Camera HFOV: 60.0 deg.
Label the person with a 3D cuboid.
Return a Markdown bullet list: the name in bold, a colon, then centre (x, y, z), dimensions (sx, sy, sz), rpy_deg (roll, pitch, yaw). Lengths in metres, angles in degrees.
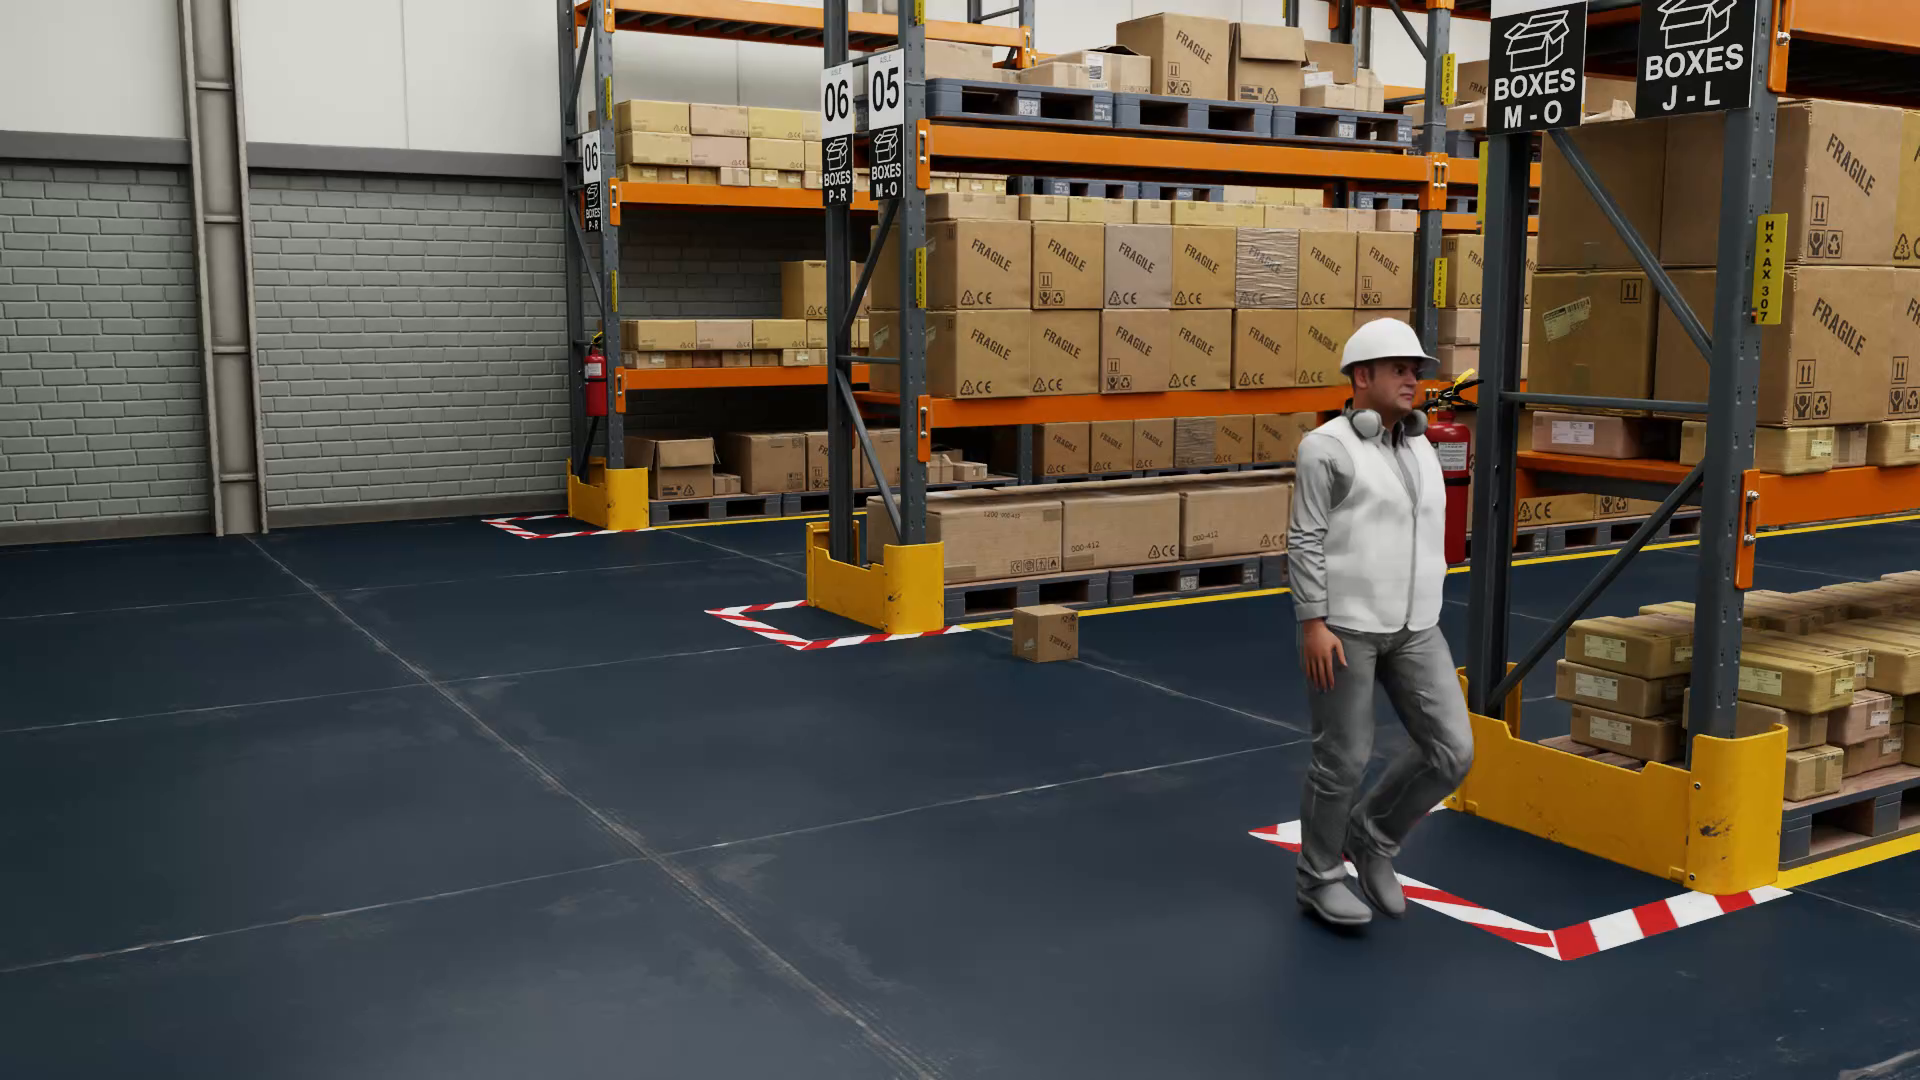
- **person**: centre (1.212, 0.258, 4.821), dimensions (0.577, 1.785, 0.477), rpy_deg (-4, 9, -26)
